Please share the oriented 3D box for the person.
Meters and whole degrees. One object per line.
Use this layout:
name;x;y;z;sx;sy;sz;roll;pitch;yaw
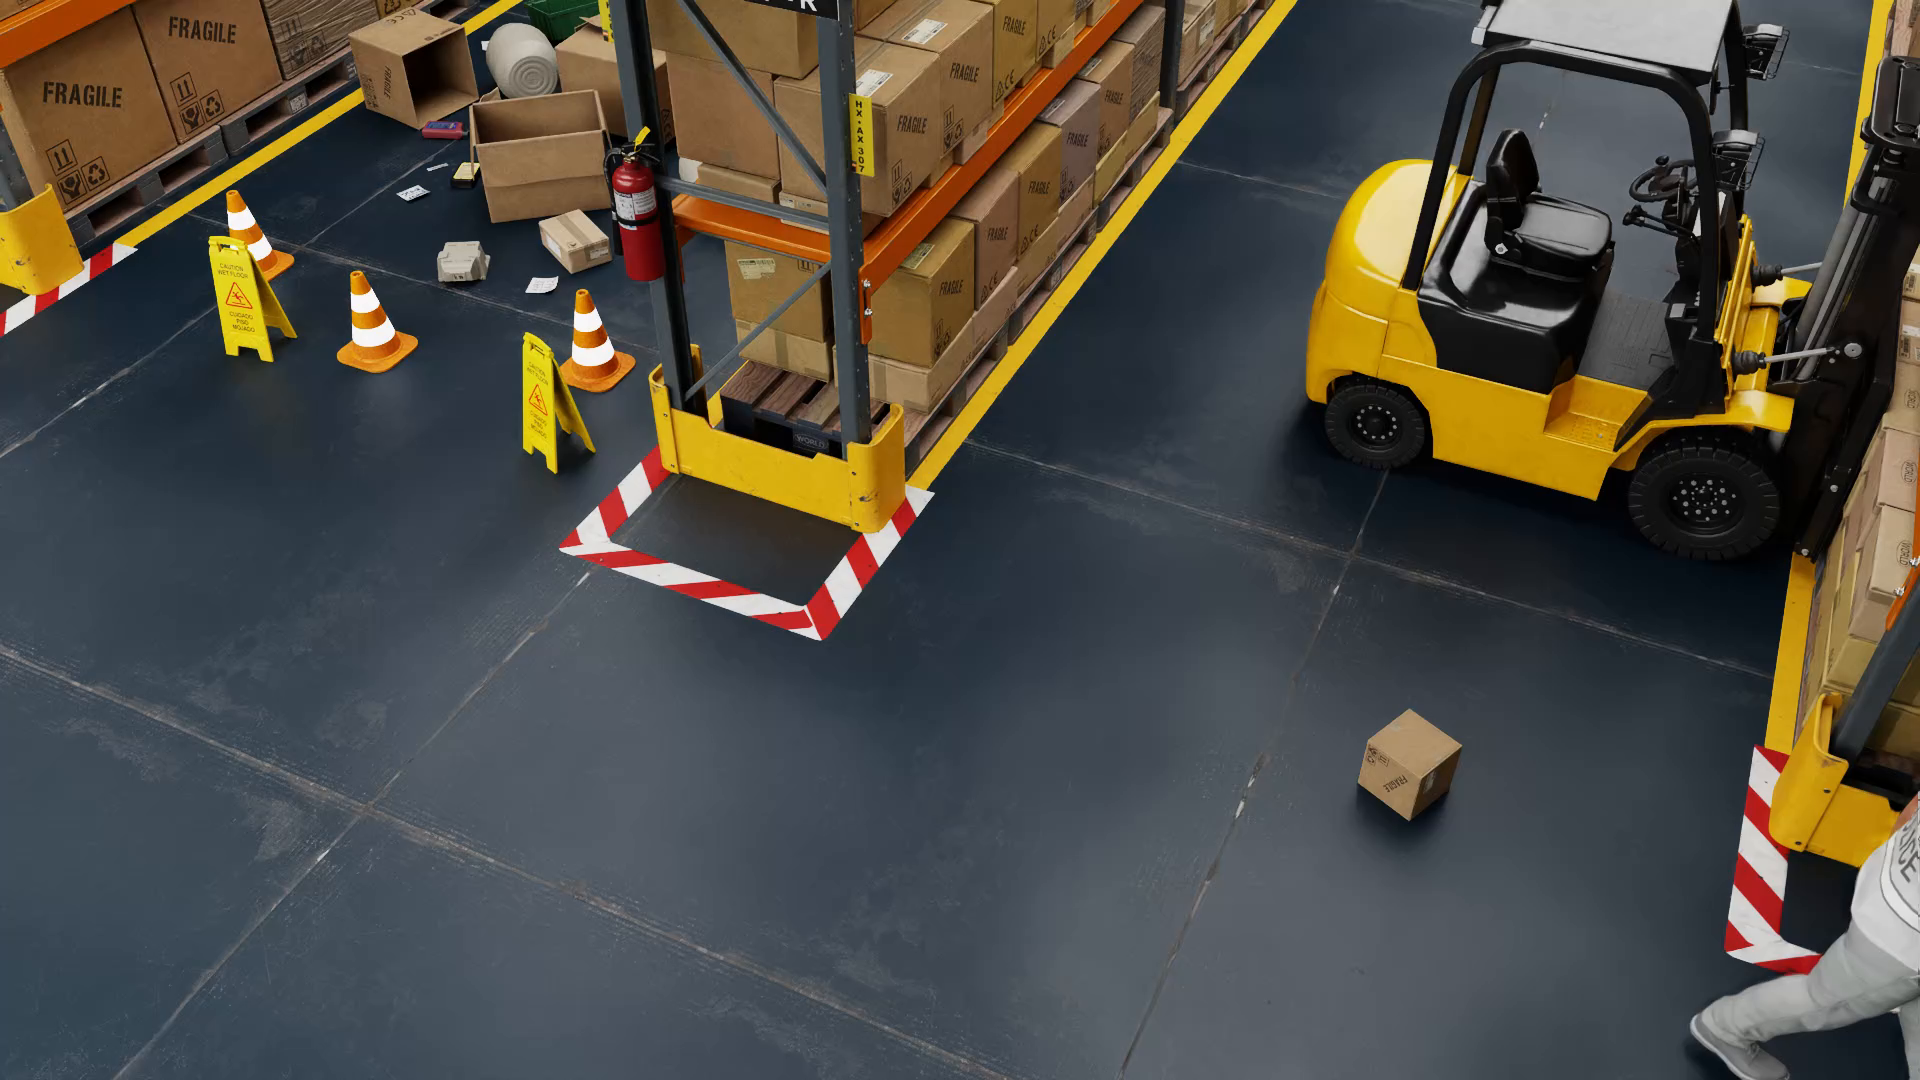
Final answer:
person;2.889;1.137;4.859;0.981;1.704;0.554;23;46;23
